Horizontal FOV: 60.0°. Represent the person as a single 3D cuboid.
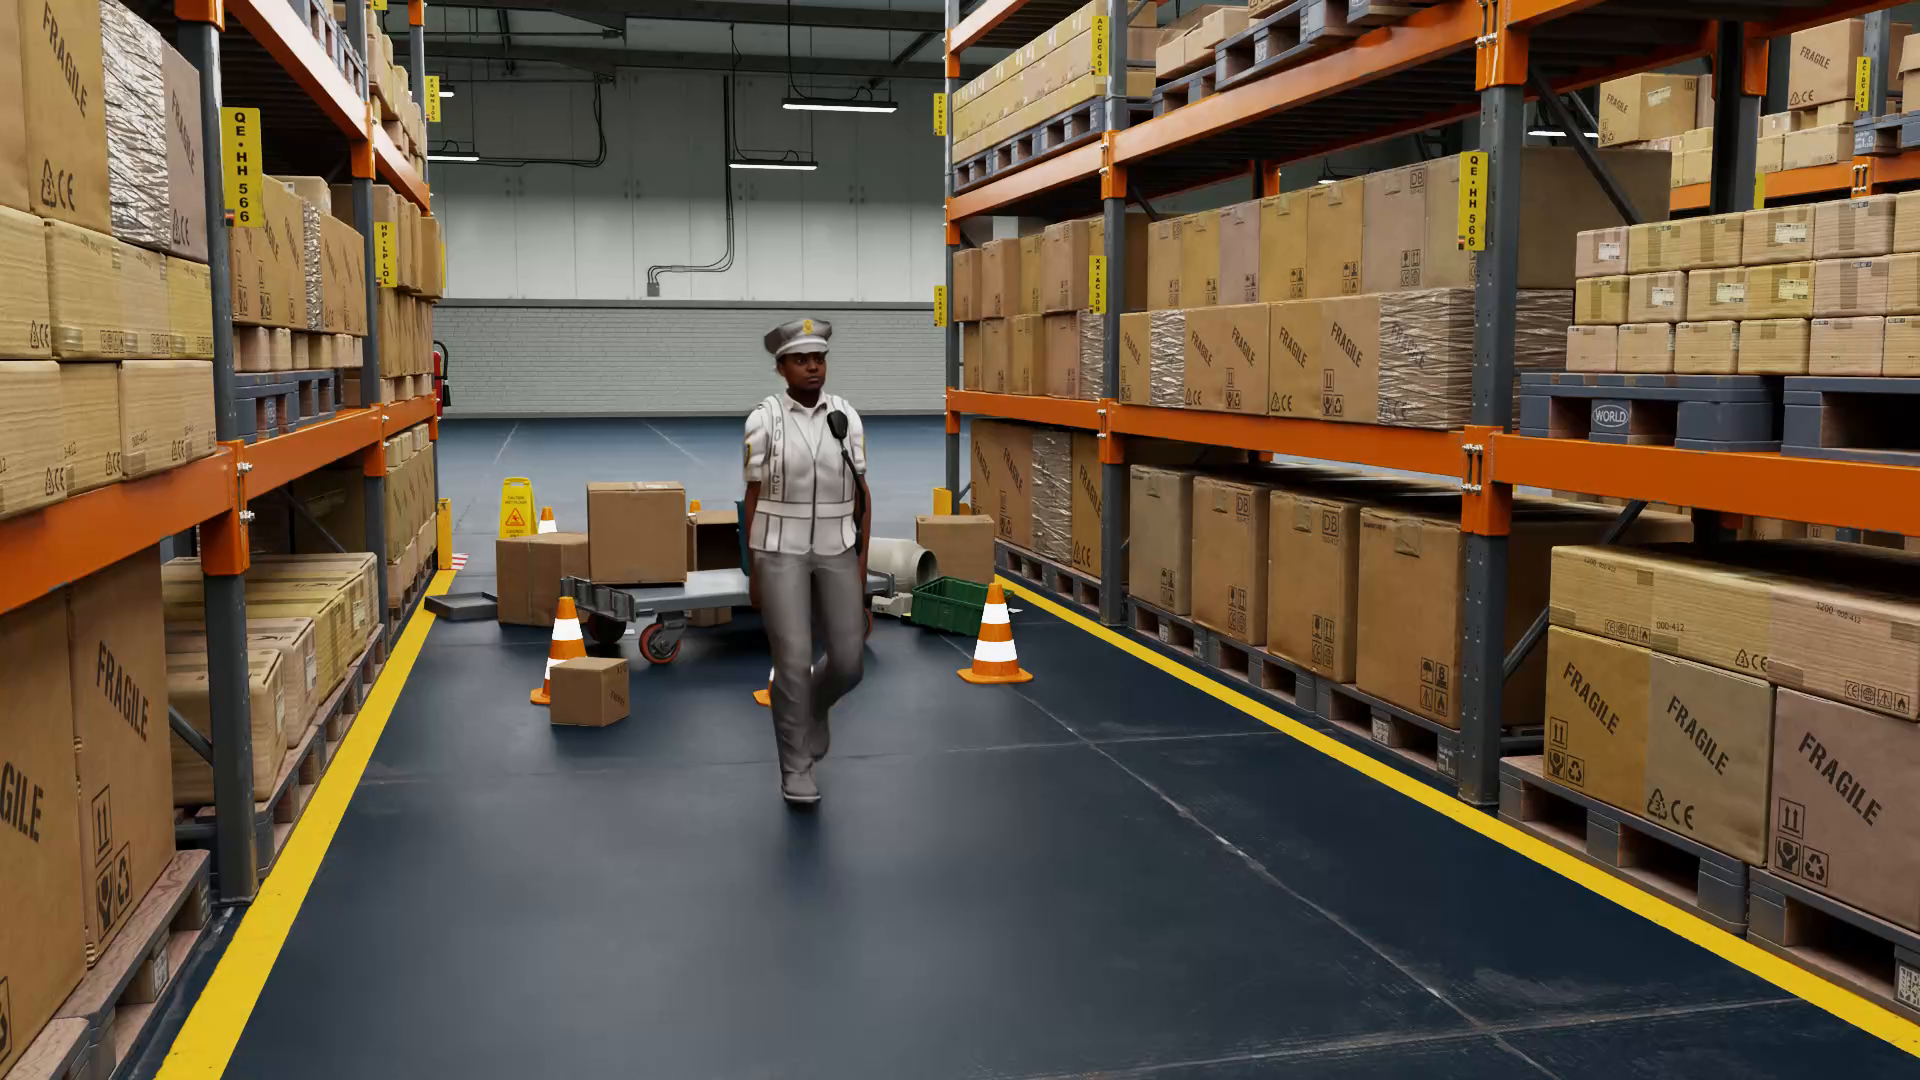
[{"bbox_3d":[-0.545,0.051,5.906,0.454,1.671,0.606,-2,7,-19],"label":"person"}]
